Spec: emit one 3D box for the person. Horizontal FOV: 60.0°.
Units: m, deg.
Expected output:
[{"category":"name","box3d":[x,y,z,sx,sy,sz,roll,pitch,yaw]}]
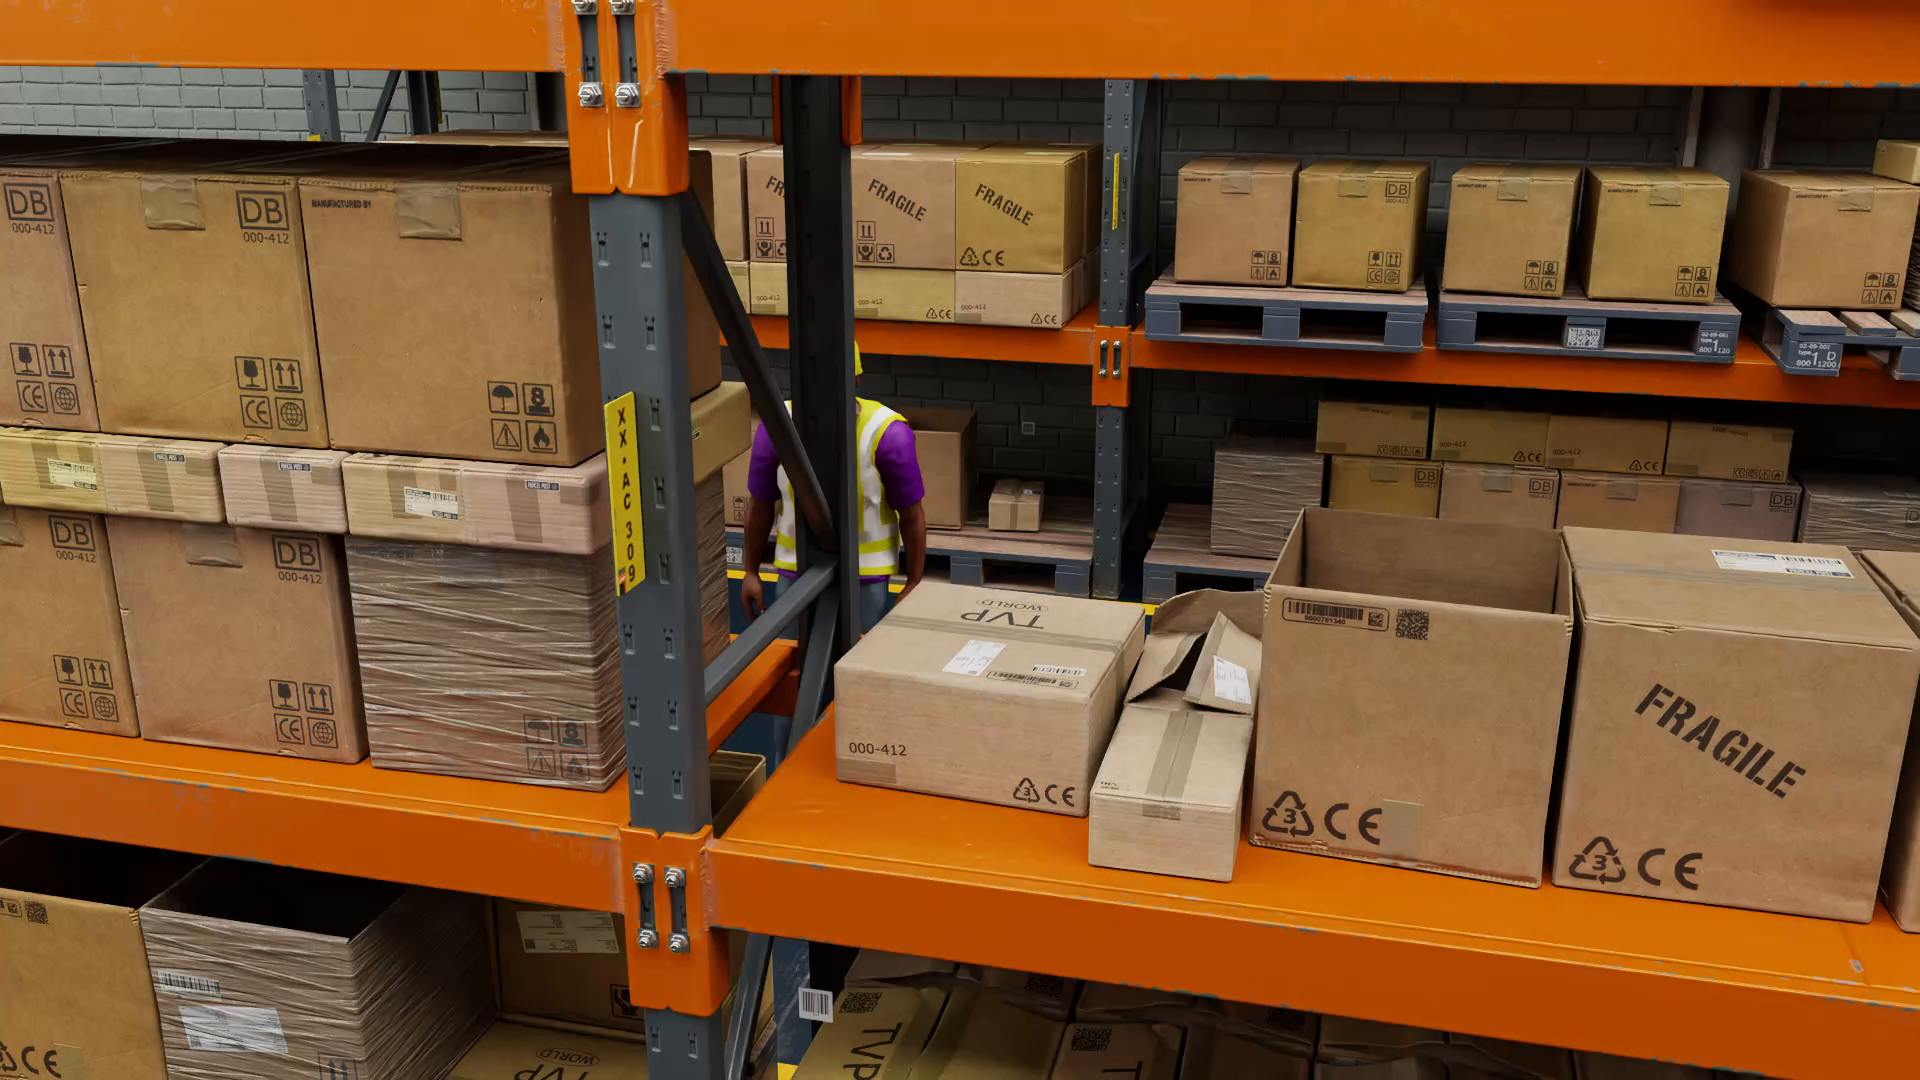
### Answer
[{"category":"person","box3d":[-0.431,0.139,5.605,0.632,1.759,0.461,3,18,10]}]
